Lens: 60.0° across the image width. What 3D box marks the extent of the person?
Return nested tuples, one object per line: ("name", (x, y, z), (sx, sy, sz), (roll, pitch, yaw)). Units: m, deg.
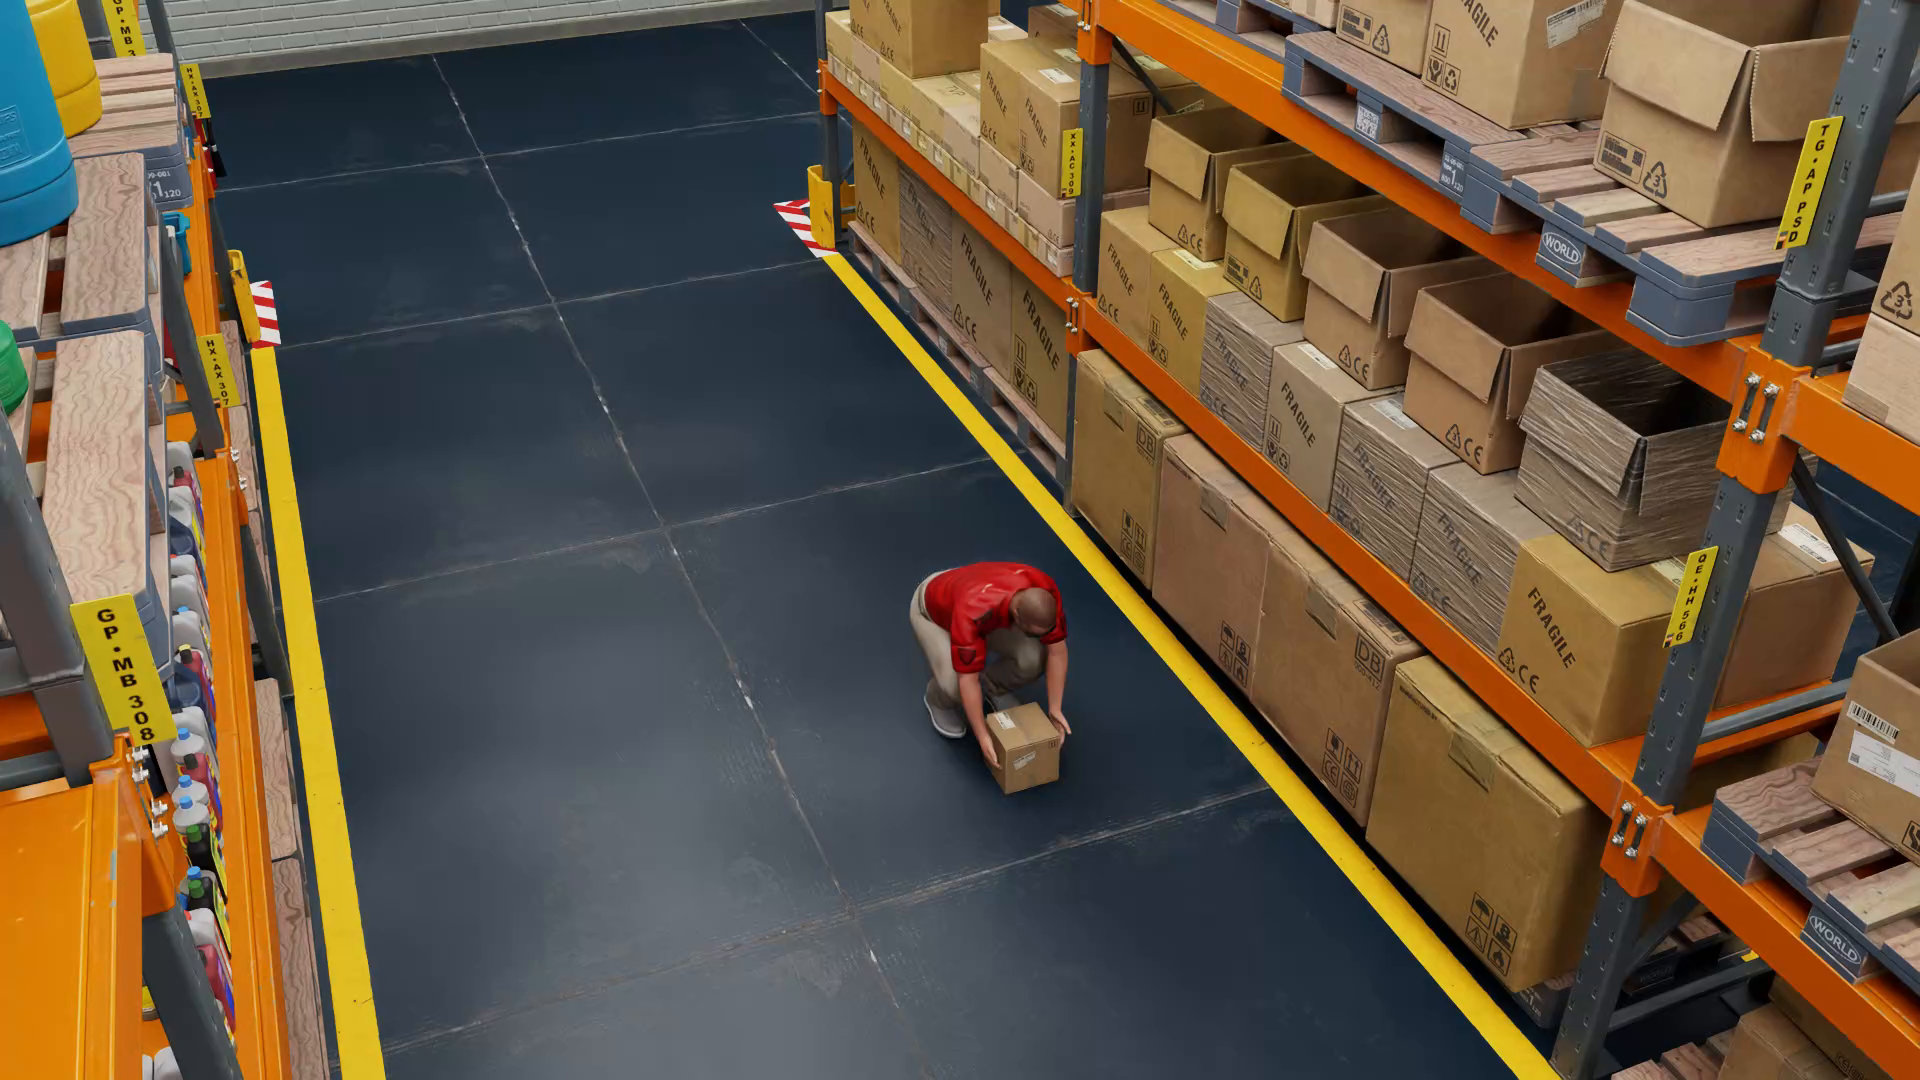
("person", (0.134, 0.441, 7.216), (0.566, 0.932, 0.865), (-14, 36, -21))
